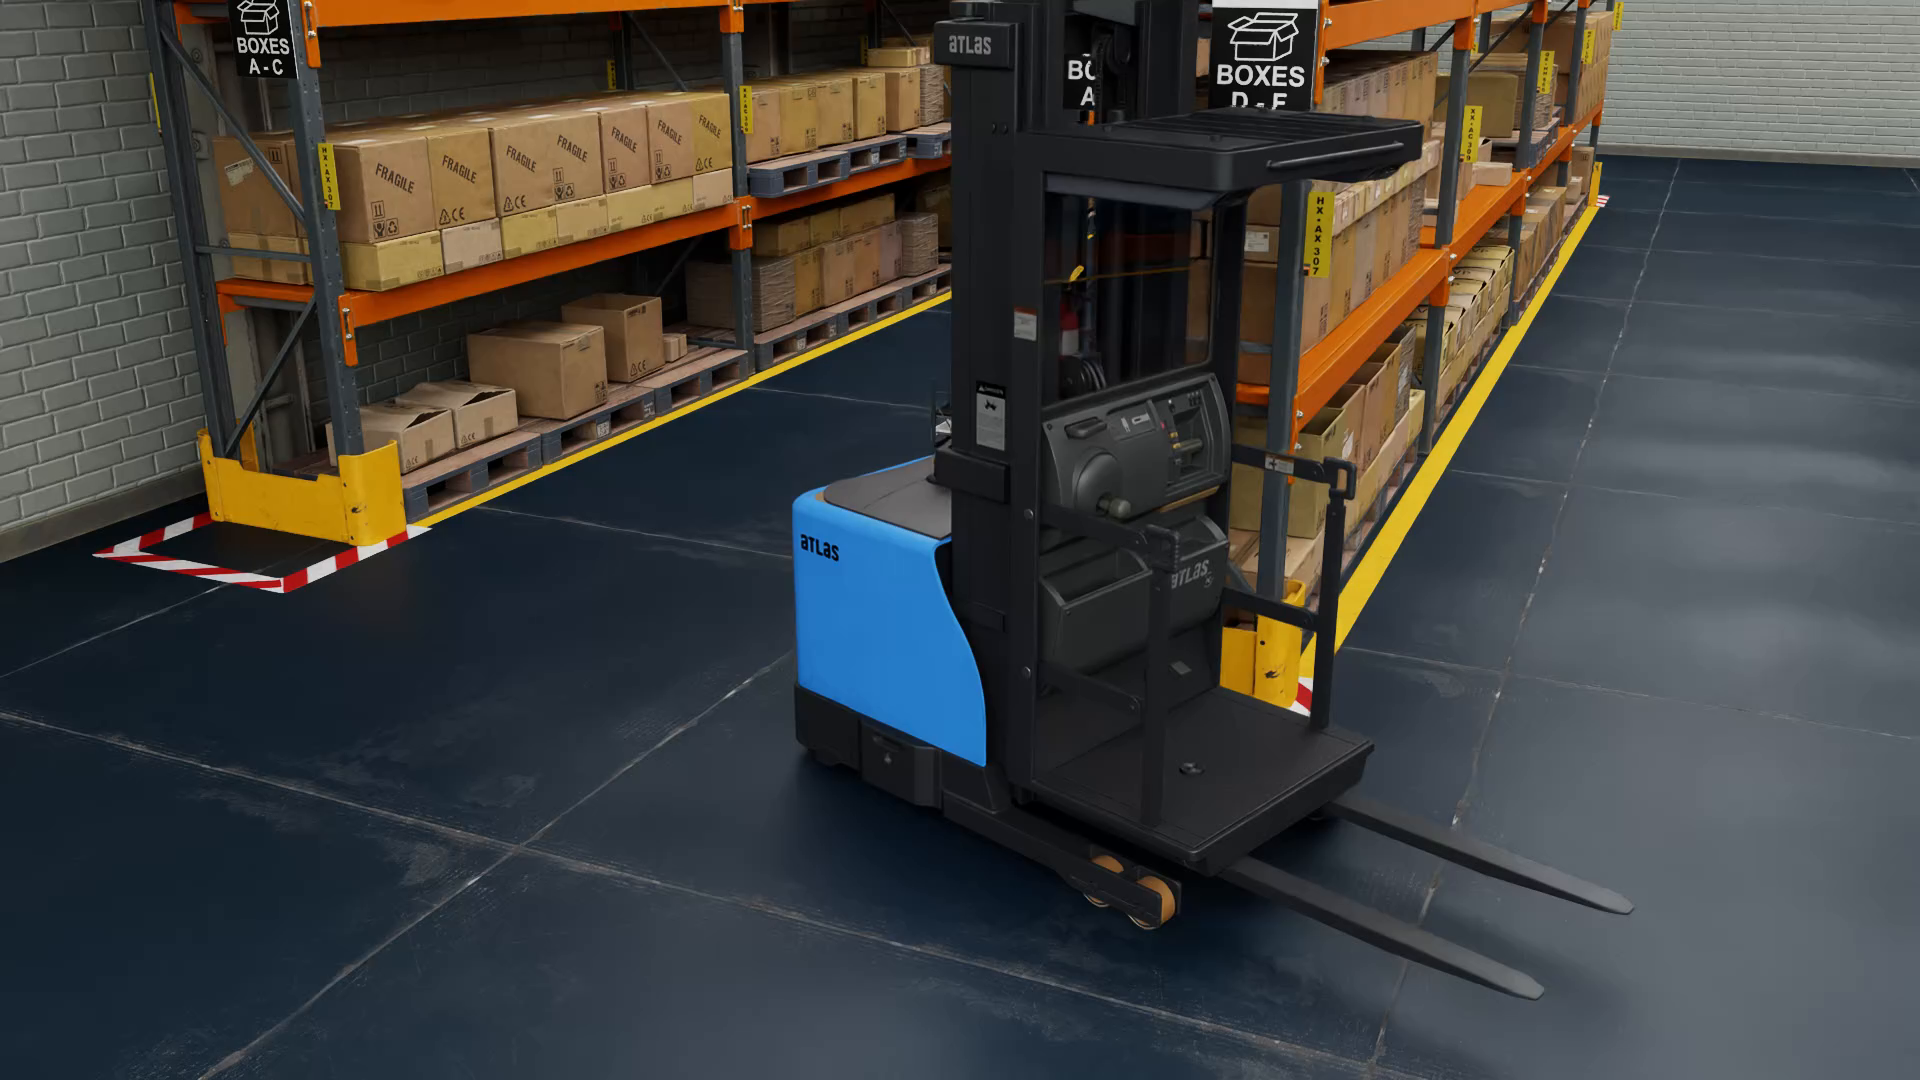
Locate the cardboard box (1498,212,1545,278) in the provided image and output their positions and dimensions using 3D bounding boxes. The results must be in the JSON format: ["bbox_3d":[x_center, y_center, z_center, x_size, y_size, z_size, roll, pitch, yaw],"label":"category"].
[{"bbox_3d":[5.014,-2.692,15.135,0.500,0.500,0.500,8,21,22],"label":"cardboard box"}]

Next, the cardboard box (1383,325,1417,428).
[{"bbox_3d":[2.303,-0.959,9.546,0.500,0.500,0.500,9,21,23],"label":"cardboard box"}]

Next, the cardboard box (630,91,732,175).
[{"bbox_3d":[-1.923,-2.810,11.468,0.500,0.500,0.500,8,21,23],"label":"cardboard box"}]

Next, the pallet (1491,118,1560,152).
[{"bbox_3d":[4.939,-3.754,15.333,1.003,0.211,1.213,9,21,23],"label":"pallet"}]

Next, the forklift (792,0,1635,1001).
[{"bbox_3d":[0.762,-0.312,5.472,3.031,2.935,1.130,18,26,41],"label":"forklift"}]

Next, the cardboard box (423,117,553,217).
[{"bbox_3d":[-2.751,-2.185,9.712,0.500,0.500,0.500,8,21,21],"label":"cardboard box"}]

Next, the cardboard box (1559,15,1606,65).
[{"bbox_3d":[6.867,-5.568,18.508,0.500,0.500,0.500,9,22,24],"label":"cardboard box"}]

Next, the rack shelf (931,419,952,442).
[{"bbox_3d":[0.003,-0.565,8.776,0.258,0.077,0.200,9,21,23],"label":"rack shelf"}]

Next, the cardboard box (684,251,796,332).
[{"bbox_3d":[-1.725,-1.961,13.081,0.700,0.500,0.500,9,22,25],"label":"cardboard box"}]

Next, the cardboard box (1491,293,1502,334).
[{"bbox_3d":[3.947,-1.799,13.027,0.500,0.250,0.500,8,21,22],"label":"cardboard box"}]

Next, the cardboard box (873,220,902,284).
[{"bbox_3d":[-0.938,-2.588,14.844,0.700,0.500,0.500,9,21,23],"label":"cardboard box"}]

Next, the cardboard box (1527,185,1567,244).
[{"bbox_3d":[5.845,-3.311,16.876,0.500,0.500,0.500,8,21,22],"label":"cardboard box"}]

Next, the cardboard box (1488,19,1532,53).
[{"bbox_3d":[5.756,-5.180,17.416,0.500,0.500,0.500,9,21,23],"label":"cardboard box"}]

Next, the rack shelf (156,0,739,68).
[{"bbox_3d":[-2.831,-3.168,9.996,1.077,0.370,4.000,9,21,23],"label":"rack shelf"}]

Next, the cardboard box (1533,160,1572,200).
[{"bbox_3d":[6.550,-4.078,19.027,0.797,0.503,0.637,9,21,23],"label":"cardboard box"}]

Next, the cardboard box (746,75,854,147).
[{"bbox_3d":[-1.296,-3.485,13.487,0.700,0.500,0.500,12,23,30],"label":"cardboard box"}]

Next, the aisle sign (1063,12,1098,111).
[{"bbox_3d":[0.576,-2.048,6.372,0.394,0.787,0.004,9,21,23],"label":"aisle sign"}]

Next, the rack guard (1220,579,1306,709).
[{"bbox_3d":[0.862,0.382,7.149,1.175,0.500,0.348,9,21,23],"label":"rack guard"}]

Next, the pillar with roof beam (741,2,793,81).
[{"bbox_3d":[2.232,-5.885,12.086,9.100,9.000,0.400,9,21,23],"label":"pillar with roof beam"}]

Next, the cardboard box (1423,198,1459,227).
[{"bbox_3d":[3.059,-2.150,10.914,0.380,0.149,0.250,9,21,23],"label":"cardboard box"}]

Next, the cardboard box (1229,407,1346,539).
[{"bbox_3d":[1.497,-0.345,7.821,0.500,0.500,0.500,9,21,23],"label":"cardboard box"}]

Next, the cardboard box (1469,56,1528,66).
[{"bbox_3d":[5.163,-4.384,16.042,0.700,0.500,0.500,12,23,31],"label":"cardboard box"}]

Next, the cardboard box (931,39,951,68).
[{"bbox_3d":[0.059,-4.590,15.655,0.500,0.250,0.500,9,22,24],"label":"cardboard box"}]

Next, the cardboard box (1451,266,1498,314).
[{"bbox_3d":[3.741,-1.908,12.497,0.500,0.311,0.500,8,21,22],"label":"cardboard box"}]

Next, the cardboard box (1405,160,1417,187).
[{"bbox_3d":[2.279,-2.030,9.083,0.380,0.149,0.250,9,21,23],"label":"cardboard box"}]

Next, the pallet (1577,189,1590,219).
[{"bbox_3d":[7.067,-4.113,20.220,1.003,0.211,1.213,9,21,23],"label":"pallet"}]

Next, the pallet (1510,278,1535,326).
[{"bbox_3d":[4.488,-2.158,14.722,1.003,0.211,1.213,9,21,23],"label":"pallet"}]

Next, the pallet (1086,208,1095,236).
[{"bbox_3d":[1.017,-3.590,18.749,1.003,0.211,1.213,9,21,23],"label":"pallet"}]

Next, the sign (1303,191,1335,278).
[{"bbox_3d":[1.375,-1.170,6.373,0.100,0.325,0.005,9,21,23],"label":"sign"}]

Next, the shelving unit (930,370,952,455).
[{"bbox_3d":[0.003,-0.426,8.825,0.258,0.900,0.210,9,21,23],"label":"shelving unit"}]

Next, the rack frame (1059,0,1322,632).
[{"bbox_3d":[0.871,-0.803,6.751,1.000,3.000,0.127,9,21,23],"label":"rack frame"}]

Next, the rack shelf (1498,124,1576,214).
[{"bbox_3d":[4.966,-3.521,15.467,1.077,0.370,4.000,9,21,23],"label":"rack shelf"}]

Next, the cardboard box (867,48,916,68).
[{"bbox_3d":[-0.606,-4.277,14.746,0.380,0.149,0.250,5,20,14],"label":"cardboard box"}]

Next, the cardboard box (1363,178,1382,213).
[{"bbox_3d":[1.859,-1.716,8.201,0.380,0.149,0.250,9,21,23],"label":"cardboard box"}]

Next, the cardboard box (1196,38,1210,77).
[{"bbox_3d":[2.703,-6.357,21.920,0.980,0.700,0.700,10,22,25],"label":"cardboard box"}]

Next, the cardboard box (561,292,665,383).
[{"bbox_3d":[-2.400,-1.411,11.535,0.500,0.500,0.500,7,21,19],"label":"cardboard box"}]

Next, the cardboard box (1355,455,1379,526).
[{"bbox_3d":[1.910,-0.297,8.805,0.500,0.250,0.500,9,21,23],"label":"cardboard box"}]

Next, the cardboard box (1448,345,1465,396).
[{"bbox_3d":[3.111,-1.174,11.269,0.500,0.250,0.500,9,22,24],"label":"cardboard box"}]

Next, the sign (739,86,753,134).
[{"bbox_3d":[-1.513,-3.040,11.749,0.100,0.325,0.005,9,21,23],"label":"sign"}]

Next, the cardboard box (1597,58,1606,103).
[{"bbox_3d":[7.279,-5.408,19.550,0.500,0.500,0.500,9,21,23],"label":"cardboard box"}]

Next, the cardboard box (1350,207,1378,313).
[{"bbox_3d":[1.706,-1.465,8.462,0.700,0.500,0.500,9,22,24],"label":"cardboard box"}]

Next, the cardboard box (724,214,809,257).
[{"bbox_3d":[-1.548,-2.450,13.336,0.500,0.250,0.500,8,21,22],"label":"cardboard box"}]

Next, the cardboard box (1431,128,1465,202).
[{"bbox_3d":[3.259,-2.620,11.710,0.500,0.500,0.500,9,21,23],"label":"cardboard box"}]

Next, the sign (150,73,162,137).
[{"bbox_3d":[-4.148,-2.259,8.643,0.100,0.325,0.005,9,21,23],"label":"sign"}]

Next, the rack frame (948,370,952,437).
[{"bbox_3d":[0.045,-0.458,8.912,0.240,0.900,0.006,9,21,23],"label":"rack frame"}]

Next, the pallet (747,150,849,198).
[{"bbox_3d":[-1.566,-2.828,12.730,1.003,0.211,1.213,9,21,23],"label":"pallet"}]

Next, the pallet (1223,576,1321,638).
[{"bbox_3d":[1.146,0.271,7.892,1.003,0.211,1.213,9,21,23],"label":"pallet"}]

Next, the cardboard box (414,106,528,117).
[{"bbox_3d":[-3.021,-2.412,10.350,0.500,0.500,0.500,9,21,23],"label":"cardboard box"}]

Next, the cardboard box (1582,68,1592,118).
[{"bbox_3d":[6.449,-4.794,17.823,0.500,0.500,0.500,9,21,24],"label":"cardboard box"}]

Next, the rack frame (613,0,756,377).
[{"bbox_3d":[-2.012,-2.705,12.097,1.000,3.000,0.127,9,21,23],"label":"rack frame"}]

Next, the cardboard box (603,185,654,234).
[{"bbox_3d":[-2.332,-2.150,10.732,0.500,0.250,0.500,8,21,22],"label":"cardboard box"}]

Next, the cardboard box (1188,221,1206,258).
[{"bbox_3d":[0.854,-1.299,7.027,0.380,0.149,0.250,8,21,22],"label":"cardboard box"}]

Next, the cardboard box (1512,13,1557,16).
[{"bbox_3d":[6.584,-5.800,19.160,0.500,0.500,0.500,9,21,23],"label":"cardboard box"}]

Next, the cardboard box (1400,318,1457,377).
[{"bbox_3d":[2.906,-1.285,10.745,0.500,0.311,0.500,9,21,23],"label":"cardboard box"}]

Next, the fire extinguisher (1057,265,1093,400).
[{"bbox_3d":[0.399,-0.794,6.841,0.296,0.674,0.183,9,21,23],"label":"fire extinguisher"}]

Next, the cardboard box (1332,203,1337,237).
[{"bbox_3d":[1.438,-1.404,7.321,0.380,0.149,0.250,9,21,23],"label":"cardboard box"}]

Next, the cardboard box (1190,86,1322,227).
[{"bbox_3d":[1.096,-1.619,6.959,0.700,0.500,0.500,9,21,23],"label":"cardboard box"}]

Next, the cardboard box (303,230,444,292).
[{"bbox_3d":[-3.160,-1.526,8.978,0.500,0.250,0.500,8,21,21],"label":"cardboard box"}]

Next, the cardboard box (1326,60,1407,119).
[{"bbox_3d":[1.922,-2.240,8.706,0.700,0.500,0.500,9,21,23],"label":"cardboard box"}]
